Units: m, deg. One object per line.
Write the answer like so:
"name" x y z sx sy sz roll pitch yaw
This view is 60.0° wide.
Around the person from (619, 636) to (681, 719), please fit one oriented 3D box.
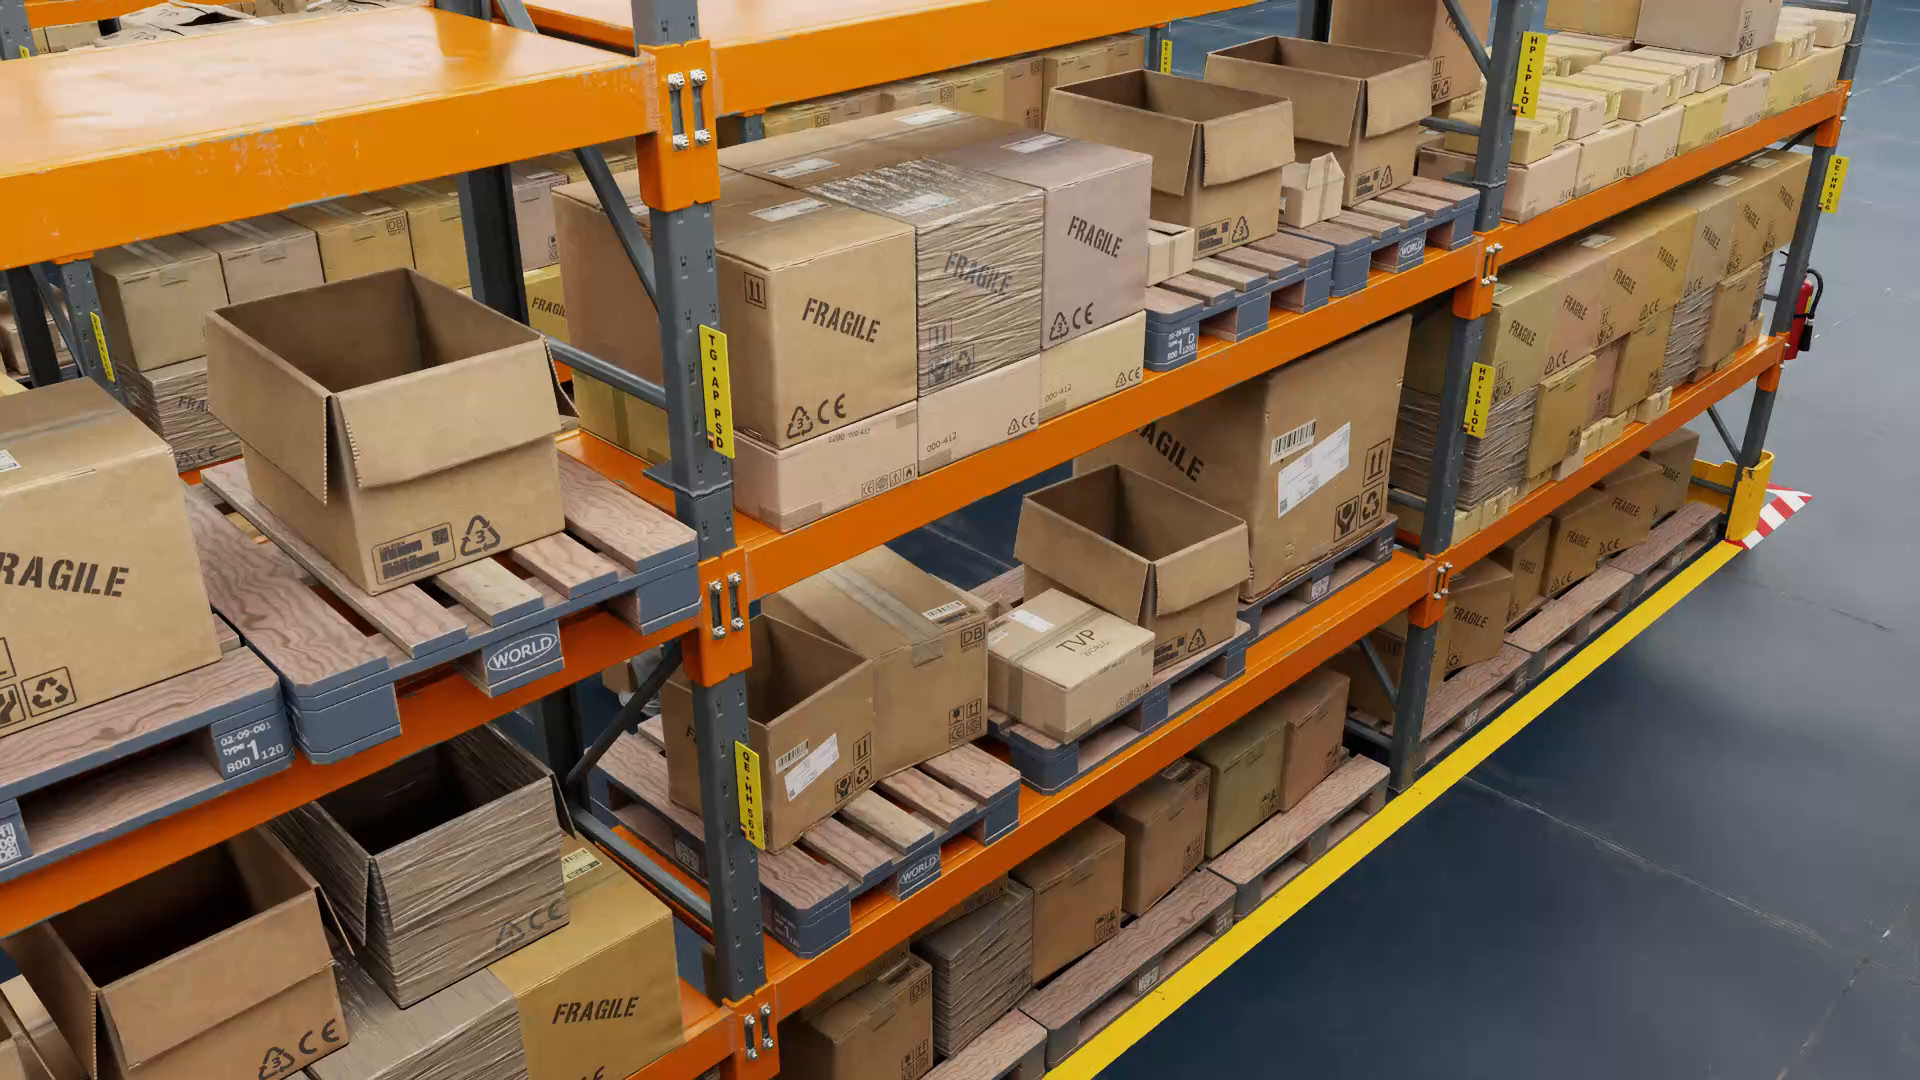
"person" -1.589 0.077 8.457 0.463 1.757 0.634 24 36 38
